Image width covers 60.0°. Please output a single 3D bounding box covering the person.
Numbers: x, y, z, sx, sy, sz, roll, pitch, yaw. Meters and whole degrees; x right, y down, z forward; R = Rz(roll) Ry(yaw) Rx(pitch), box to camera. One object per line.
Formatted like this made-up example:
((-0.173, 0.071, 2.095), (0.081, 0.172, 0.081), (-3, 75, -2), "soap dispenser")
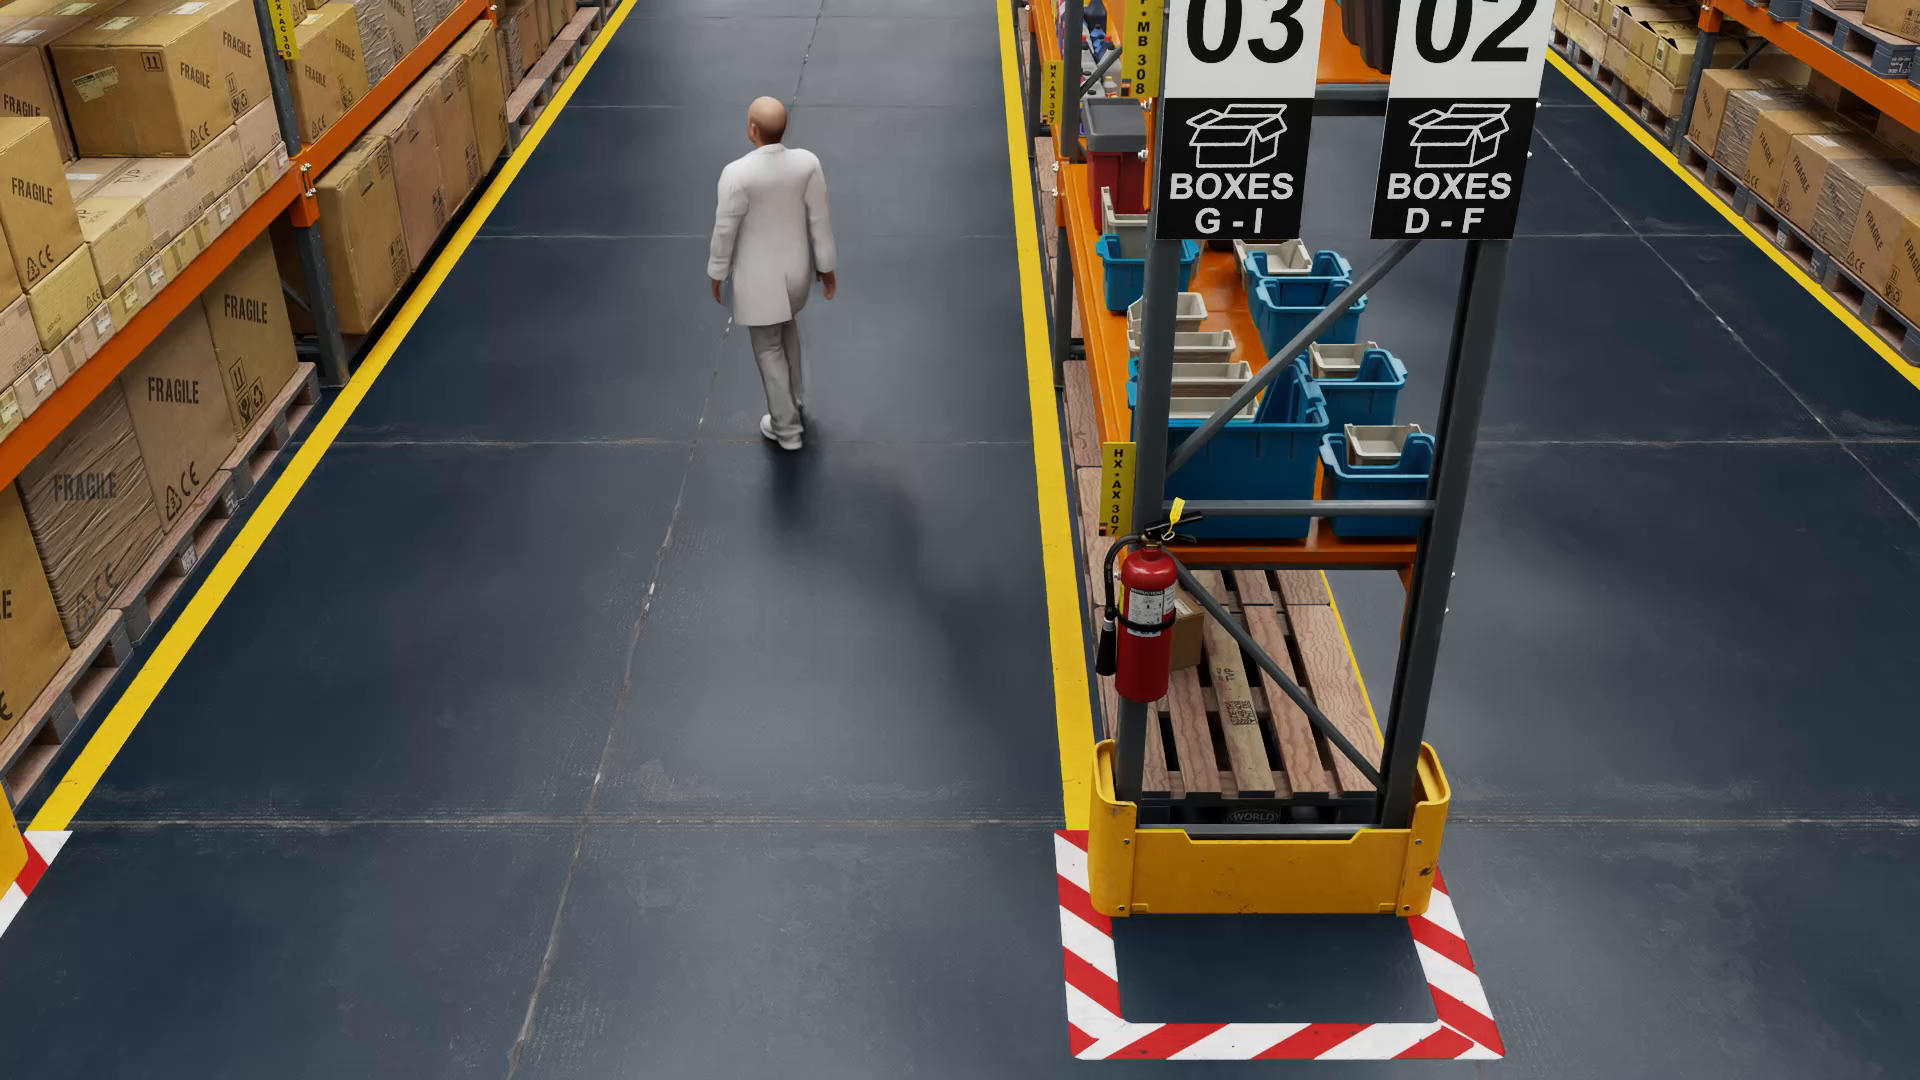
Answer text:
((-0.940, -1.308, 8.331), (0.627, 1.843, 0.570), (-19, 36, -28), "person")
